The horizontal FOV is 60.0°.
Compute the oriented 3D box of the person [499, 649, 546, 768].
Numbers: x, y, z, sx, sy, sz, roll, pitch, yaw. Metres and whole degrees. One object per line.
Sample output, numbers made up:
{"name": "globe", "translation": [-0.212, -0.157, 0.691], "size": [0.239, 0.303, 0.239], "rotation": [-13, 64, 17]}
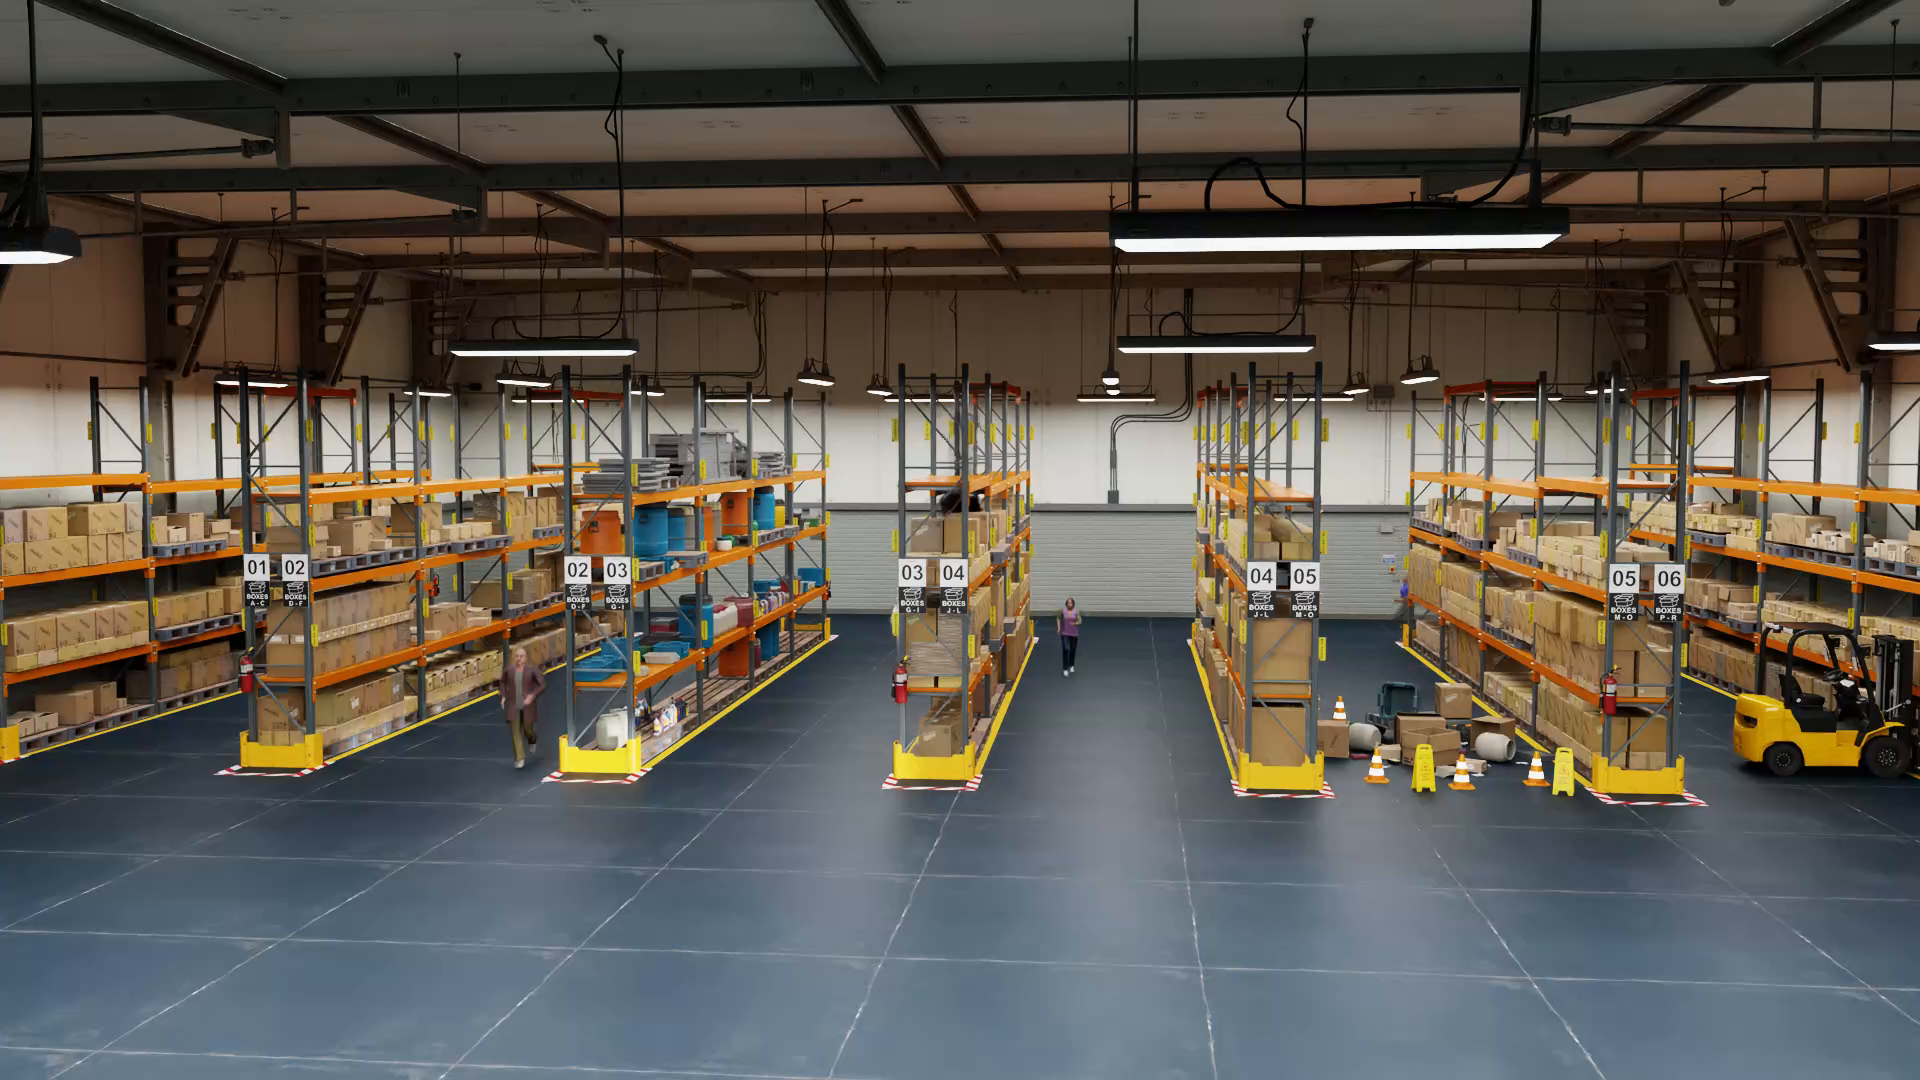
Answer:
{"name": "person", "translation": [-6.605, 2.543, 25.098], "size": [0.744, 1.674, 0.945], "rotation": [0, 4, -2]}

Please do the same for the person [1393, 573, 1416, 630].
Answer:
{"name": "person", "translation": [10.827, 1.596, 40.435], "size": [0.653, 1.609, 0.553], "rotation": [0, 4, -5]}

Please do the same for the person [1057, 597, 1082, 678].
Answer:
{"name": "person", "translation": [2.253, 2.001, 34.274], "size": [0.508, 1.647, 0.728], "rotation": [0, 4, 0]}

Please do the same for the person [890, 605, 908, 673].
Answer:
{"name": "person", "translation": [-1.065, 1.822, 33.190], "size": [0.672, 1.627, 0.851], "rotation": [0, 4, -3]}
